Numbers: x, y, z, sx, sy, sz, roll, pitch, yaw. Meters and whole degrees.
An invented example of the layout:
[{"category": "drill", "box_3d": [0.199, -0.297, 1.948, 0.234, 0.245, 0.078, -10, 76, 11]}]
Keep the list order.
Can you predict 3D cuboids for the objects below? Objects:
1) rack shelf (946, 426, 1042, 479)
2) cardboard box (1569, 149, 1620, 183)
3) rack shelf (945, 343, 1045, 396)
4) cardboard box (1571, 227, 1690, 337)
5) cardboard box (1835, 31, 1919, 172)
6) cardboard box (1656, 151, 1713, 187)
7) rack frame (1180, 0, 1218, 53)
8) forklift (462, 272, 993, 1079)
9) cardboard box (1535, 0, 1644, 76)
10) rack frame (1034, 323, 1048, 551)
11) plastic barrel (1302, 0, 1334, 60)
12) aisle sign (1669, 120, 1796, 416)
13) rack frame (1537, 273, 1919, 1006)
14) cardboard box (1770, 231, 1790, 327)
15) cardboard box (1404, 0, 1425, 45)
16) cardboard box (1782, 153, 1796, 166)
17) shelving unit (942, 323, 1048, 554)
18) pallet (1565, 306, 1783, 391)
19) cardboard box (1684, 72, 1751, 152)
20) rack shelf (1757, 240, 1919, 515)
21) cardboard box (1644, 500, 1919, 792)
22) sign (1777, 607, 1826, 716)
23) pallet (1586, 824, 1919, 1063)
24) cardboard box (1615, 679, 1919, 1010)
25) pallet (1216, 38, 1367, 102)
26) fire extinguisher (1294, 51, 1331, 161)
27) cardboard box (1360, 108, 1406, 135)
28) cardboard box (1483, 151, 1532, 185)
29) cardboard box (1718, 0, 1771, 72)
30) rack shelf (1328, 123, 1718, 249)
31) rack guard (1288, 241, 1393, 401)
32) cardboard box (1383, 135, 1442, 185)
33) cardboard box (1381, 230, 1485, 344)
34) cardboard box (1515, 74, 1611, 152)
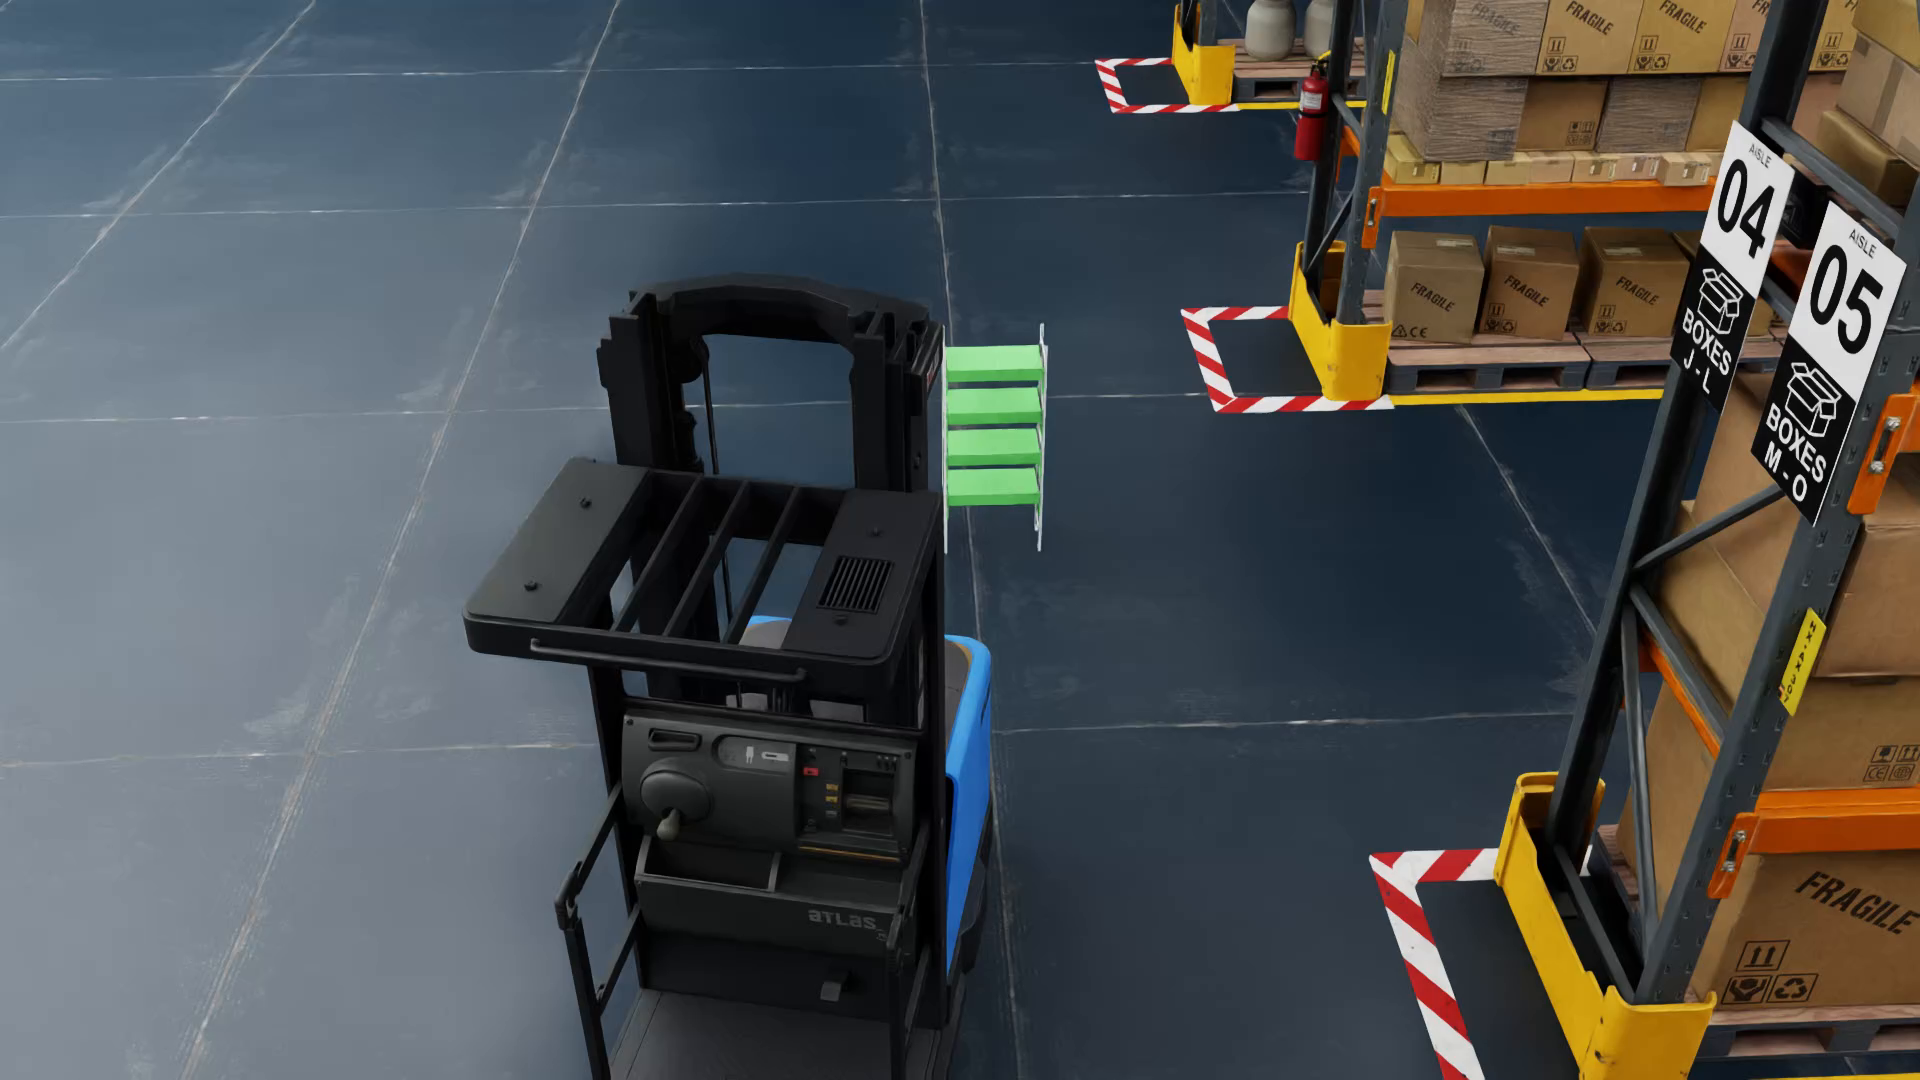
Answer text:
[{"category": "rack shelf", "box_3d": [0.165, -0.445, 8.451, 0.480, 0.148, 0.258, -2, 35, -2]}, {"category": "cardboard box", "box_3d": [3.557, -2.182, 9.487, 0.250, 0.149, 0.380, -2, 35, -2]}, {"category": "rack shelf", "box_3d": [0.165, -0.840, 8.178, 0.480, 0.148, 0.258, -2, 35, -2]}, {"category": "cardboard box", "box_3d": [4.108, -1.591, 10.241, 0.500, 0.500, 0.500, 2, 35, 2]}, {"category": "cardboard box", "box_3d": [2.871, -1.255, 4.706, 0.500, 0.250, 0.500, -1, 35, -2]}, {"category": "cardboard box", "box_3d": [4.060, -2.152, 9.444, 0.250, 0.149, 0.380, -2, 35, -2]}, {"category": "rack frame", "box_3d": [2.027, -5.213, 13.647, 0.127, 3.000, 1.000, -2, 35, -2]}, {"category": "forklift", "box_3d": [-0.630, 0.829, 4.976, 1.130, 2.935, 3.031, 6, 35, 8]}, {"category": "cardboard box", "box_3d": [3.323, -2.842, 8.992, 0.500, 0.500, 0.500, -2, 35, -2]}, {"category": "rack frame", "box_3d": [0.409, -0.504, 8.424, 0.015, 1.200, 0.240, -2, 35, -2]}, {"category": "plastic barrel", "box_3d": [3.181, -4.437, 14.343, 0.421, 0.512, 0.421, 0, 35, 0]}, {"category": "aisle sign", "box_3d": [2.310, -0.813, 5.005, 0.004, 0.787, 0.394, -2, 35, -2]}, {"category": "rack frame", "box_3d": [2.395, 0.425, 5.501, 0.127, 3.000, 1.000, -2, 35, -2]}, {"category": "cardboard box", "box_3d": [5.284, -1.642, 10.315, 0.500, 0.500, 0.500, 9, 36, 13]}, {"category": "cardboard box", "box_3d": [2.799, -3.128, 9.405, 0.500, 0.500, 0.500, -2, 35, -2]}, {"category": "cardboard box", "box_3d": [4.557, -2.197, 9.510, 0.250, 0.149, 0.380, -2, 35, -2]}, {"category": "shelving unit", "box_3d": [0.165, -0.498, 8.415, 0.503, 1.200, 0.258, -2, 35, -2]}, {"category": "pallet", "box_3d": [4.366, -1.286, 10.423, 1.213, 0.211, 1.003, -2, 35, -2]}, {"category": "cardboard box", "box_3d": [4.307, -2.638, 9.576, 0.500, 0.500, 0.875, -2, 35, -2]}, {"category": "rack shelf", "box_3d": [4.393, -0.567, 4.930, 4.000, 0.370, 1.077, -2, 35, -2]}, {"category": "cardboard box", "box_3d": [2.764, 0.327, 5.510, 0.550, 0.550, 0.875, -2, 35, -2]}, {"category": "sign", "box_3d": [2.416, 0.352, 4.776, 0.005, 0.325, 0.100, -2, 35, -2]}, {"category": "pallet", "box_3d": [3.190, 1.505, 6.390, 1.213, 0.211, 1.003, -2, 35, -2]}, {"category": "cardboard box", "box_3d": [3.070, 1.070, 6.067, 0.875, 0.875, 0.875, -1, 35, -2]}, {"category": "pallet", "box_3d": [2.912, -4.114, 14.509, 1.213, 0.211, 1.003, -2, 35, -2]}, {"category": "fire extinguisher", "box_3d": [2.125, -2.625, 9.975, 0.183, 0.674, 0.296, -2, 35, -2]}, {"category": "cardboard box", "box_3d": [2.536, -2.419, 9.831, 0.250, 0.149, 0.380, -2, 35, -2]}, {"category": "cardboard box", "box_3d": [3.058, -2.161, 9.457, 0.250, 0.149, 0.380, -2, 35, -2]}, {"category": "cardboard box", "box_3d": [4.322, -2.873, 9.037, 0.500, 0.500, 0.500, -2, 35, -2]}, {"category": "rack shelf", "box_3d": [4.259, -2.156, 9.861, 4.000, 0.370, 1.077, -2, 35, -2]}, {"category": "rack guard", "box_3d": [2.337, -1.372, 10.293, 0.348, 0.500, 1.175, -2, 35, -2]}, {"category": "cardboard box", "box_3d": [2.557, -2.167, 9.465, 0.250, 0.149, 0.380, -2, 35, -2]}, {"category": "cardboard box", "box_3d": [2.886, -1.550, 10.181, 0.500, 0.500, 0.500, 5, 35, 7]}, {"category": "cardboard box", "box_3d": [3.306, -2.642, 9.582, 0.500, 0.500, 0.875, -2, 35, -2]}]
